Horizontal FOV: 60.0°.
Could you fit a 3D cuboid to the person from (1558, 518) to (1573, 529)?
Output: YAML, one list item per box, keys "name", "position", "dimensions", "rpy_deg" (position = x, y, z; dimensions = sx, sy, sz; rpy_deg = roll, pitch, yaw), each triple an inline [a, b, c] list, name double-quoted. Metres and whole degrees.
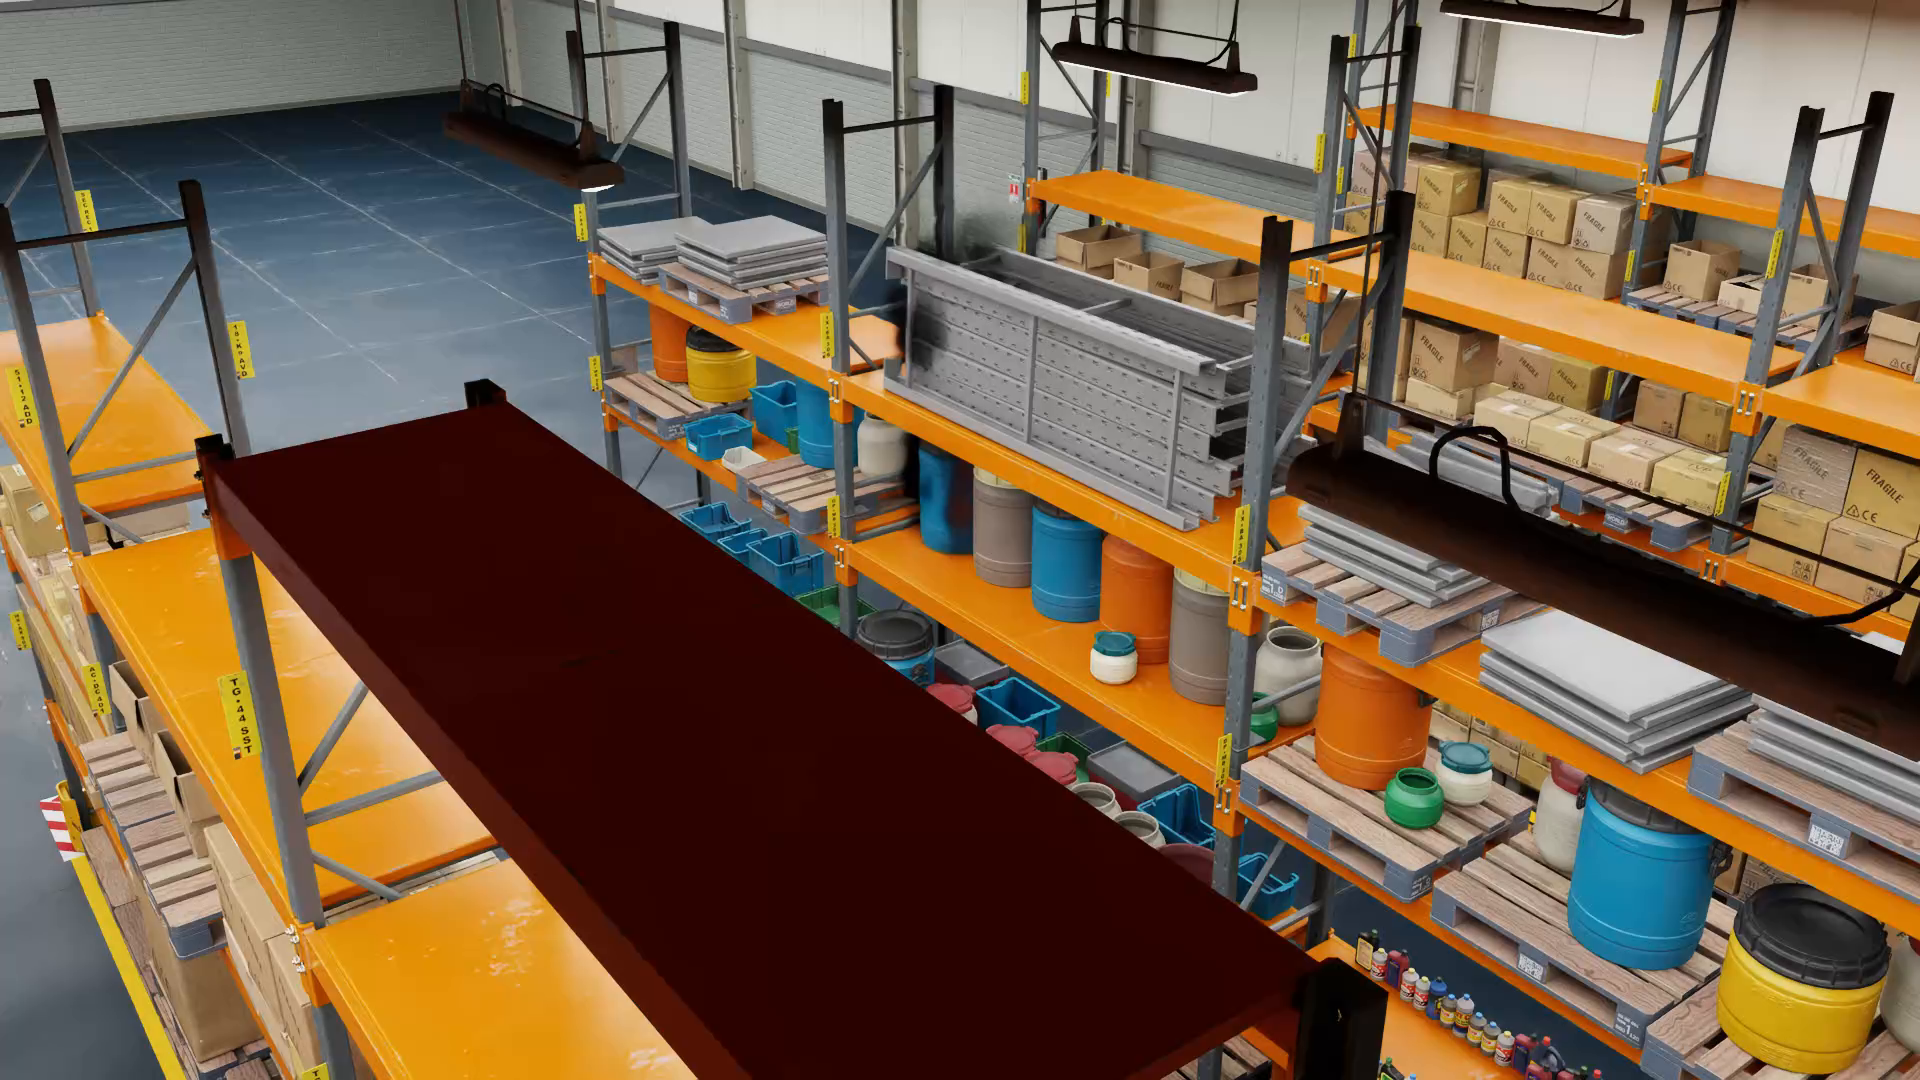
- name: "person"
  position: [5.660, 0.146, 16.614]
  dimensions: [0.706, 1.720, 0.575]
  rpy_deg: [-22, 33, -40]
